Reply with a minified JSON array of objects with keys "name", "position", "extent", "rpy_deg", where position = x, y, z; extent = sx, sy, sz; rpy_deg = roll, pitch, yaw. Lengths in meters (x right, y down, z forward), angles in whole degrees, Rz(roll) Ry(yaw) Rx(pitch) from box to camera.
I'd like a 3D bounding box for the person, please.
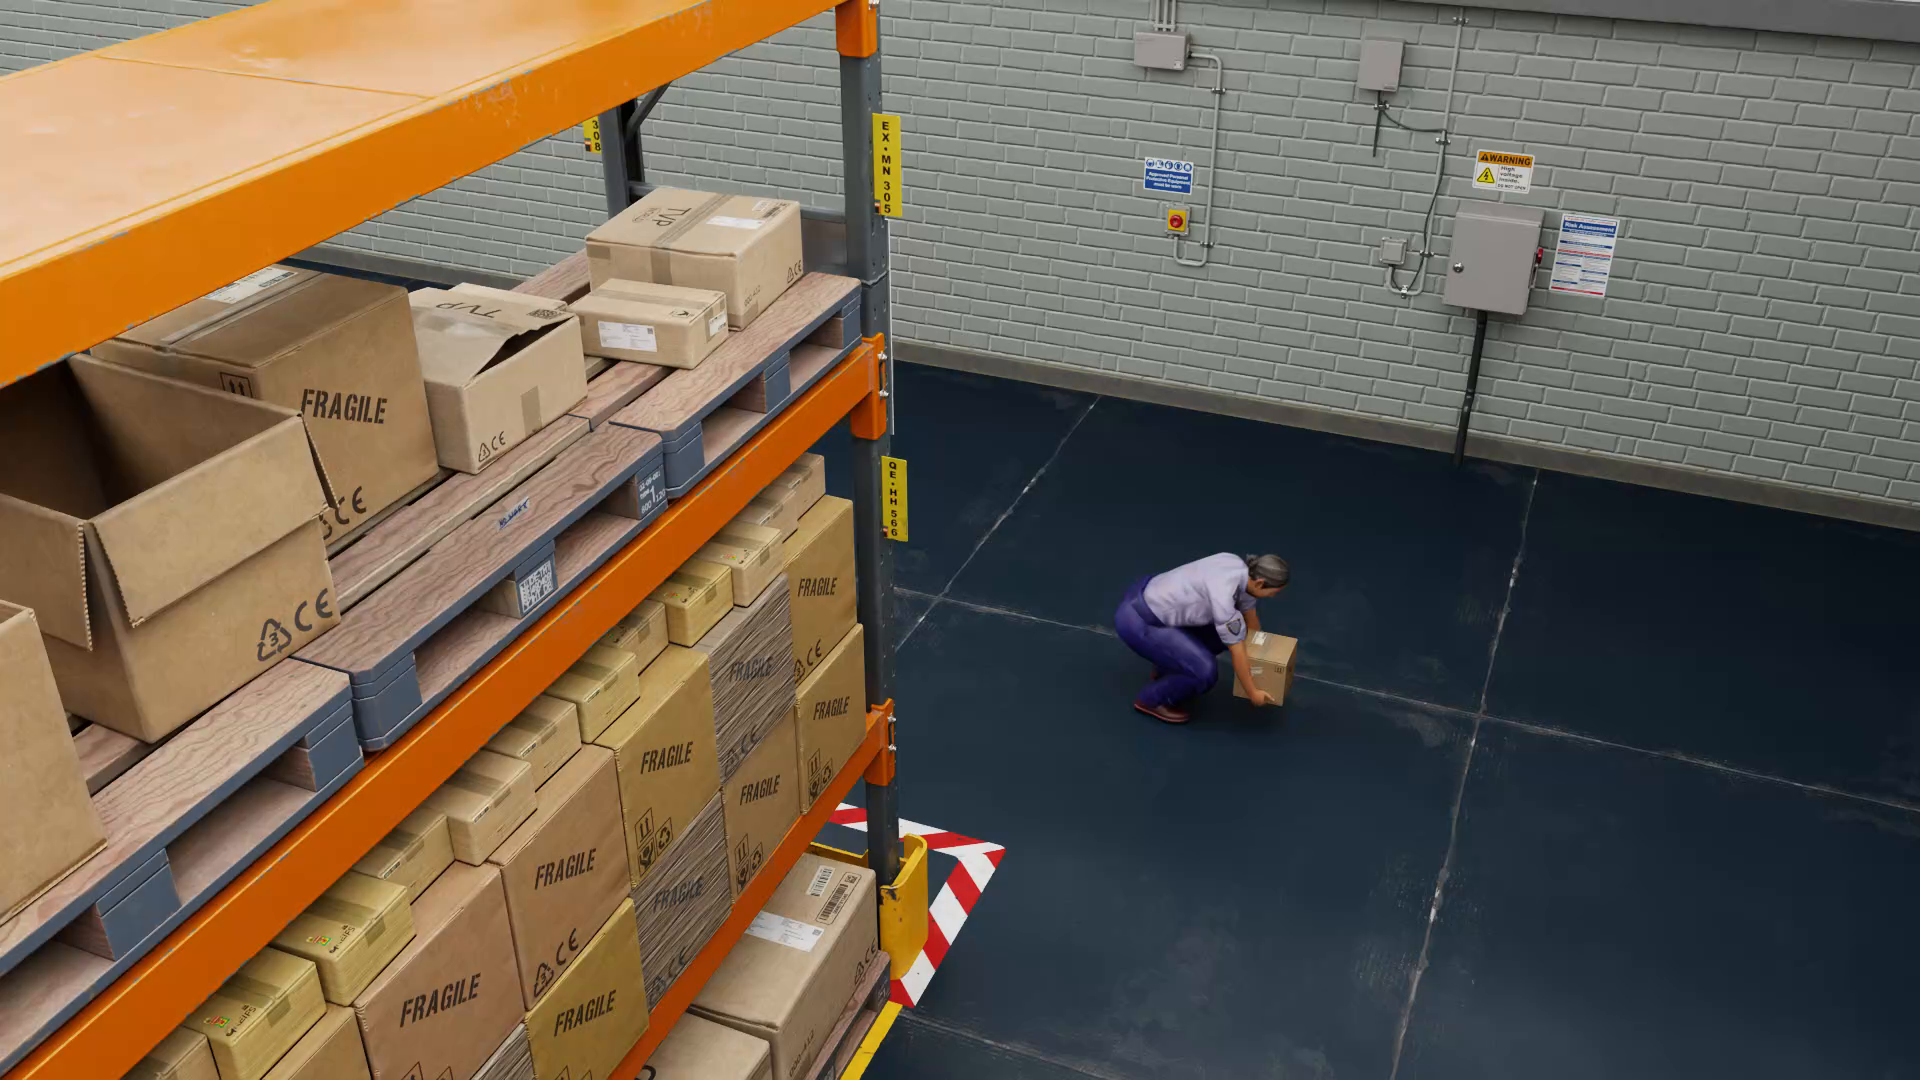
[{"name":"person","position":[1.214,0.449,8.350],"extent":[0.860,0.937,0.511],"rpy_deg":[11,31,18]}]
